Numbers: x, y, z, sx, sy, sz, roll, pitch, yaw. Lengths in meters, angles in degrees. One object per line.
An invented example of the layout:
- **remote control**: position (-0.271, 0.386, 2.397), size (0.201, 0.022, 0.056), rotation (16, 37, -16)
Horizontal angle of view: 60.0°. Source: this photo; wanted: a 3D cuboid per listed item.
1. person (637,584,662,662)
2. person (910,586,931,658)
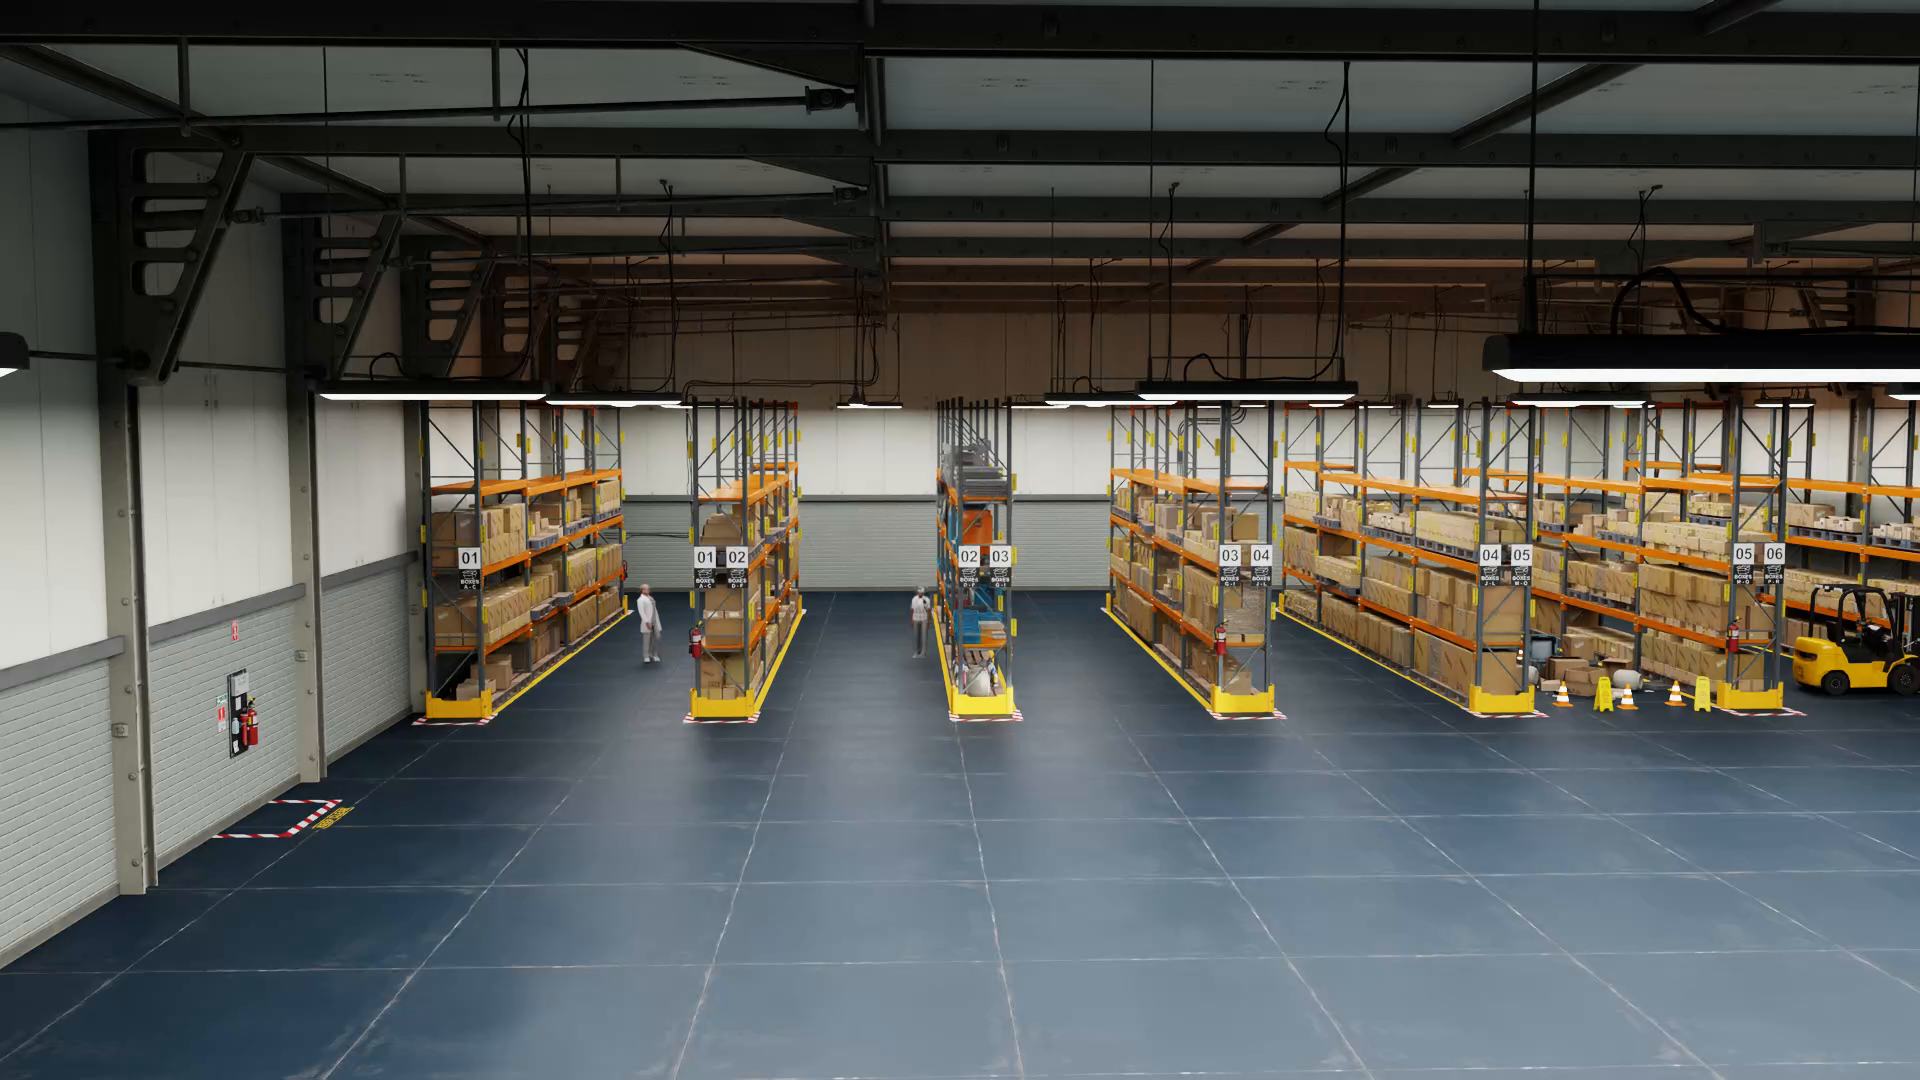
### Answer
- **person**: position (-7.090, 1.917, 38.045), size (0.643, 1.810, 0.606), rotation (-4, 6, -42)
- **person**: position (-0.915, 1.893, 38.390), size (0.503, 1.666, 0.420), rotation (1, 4, 9)
